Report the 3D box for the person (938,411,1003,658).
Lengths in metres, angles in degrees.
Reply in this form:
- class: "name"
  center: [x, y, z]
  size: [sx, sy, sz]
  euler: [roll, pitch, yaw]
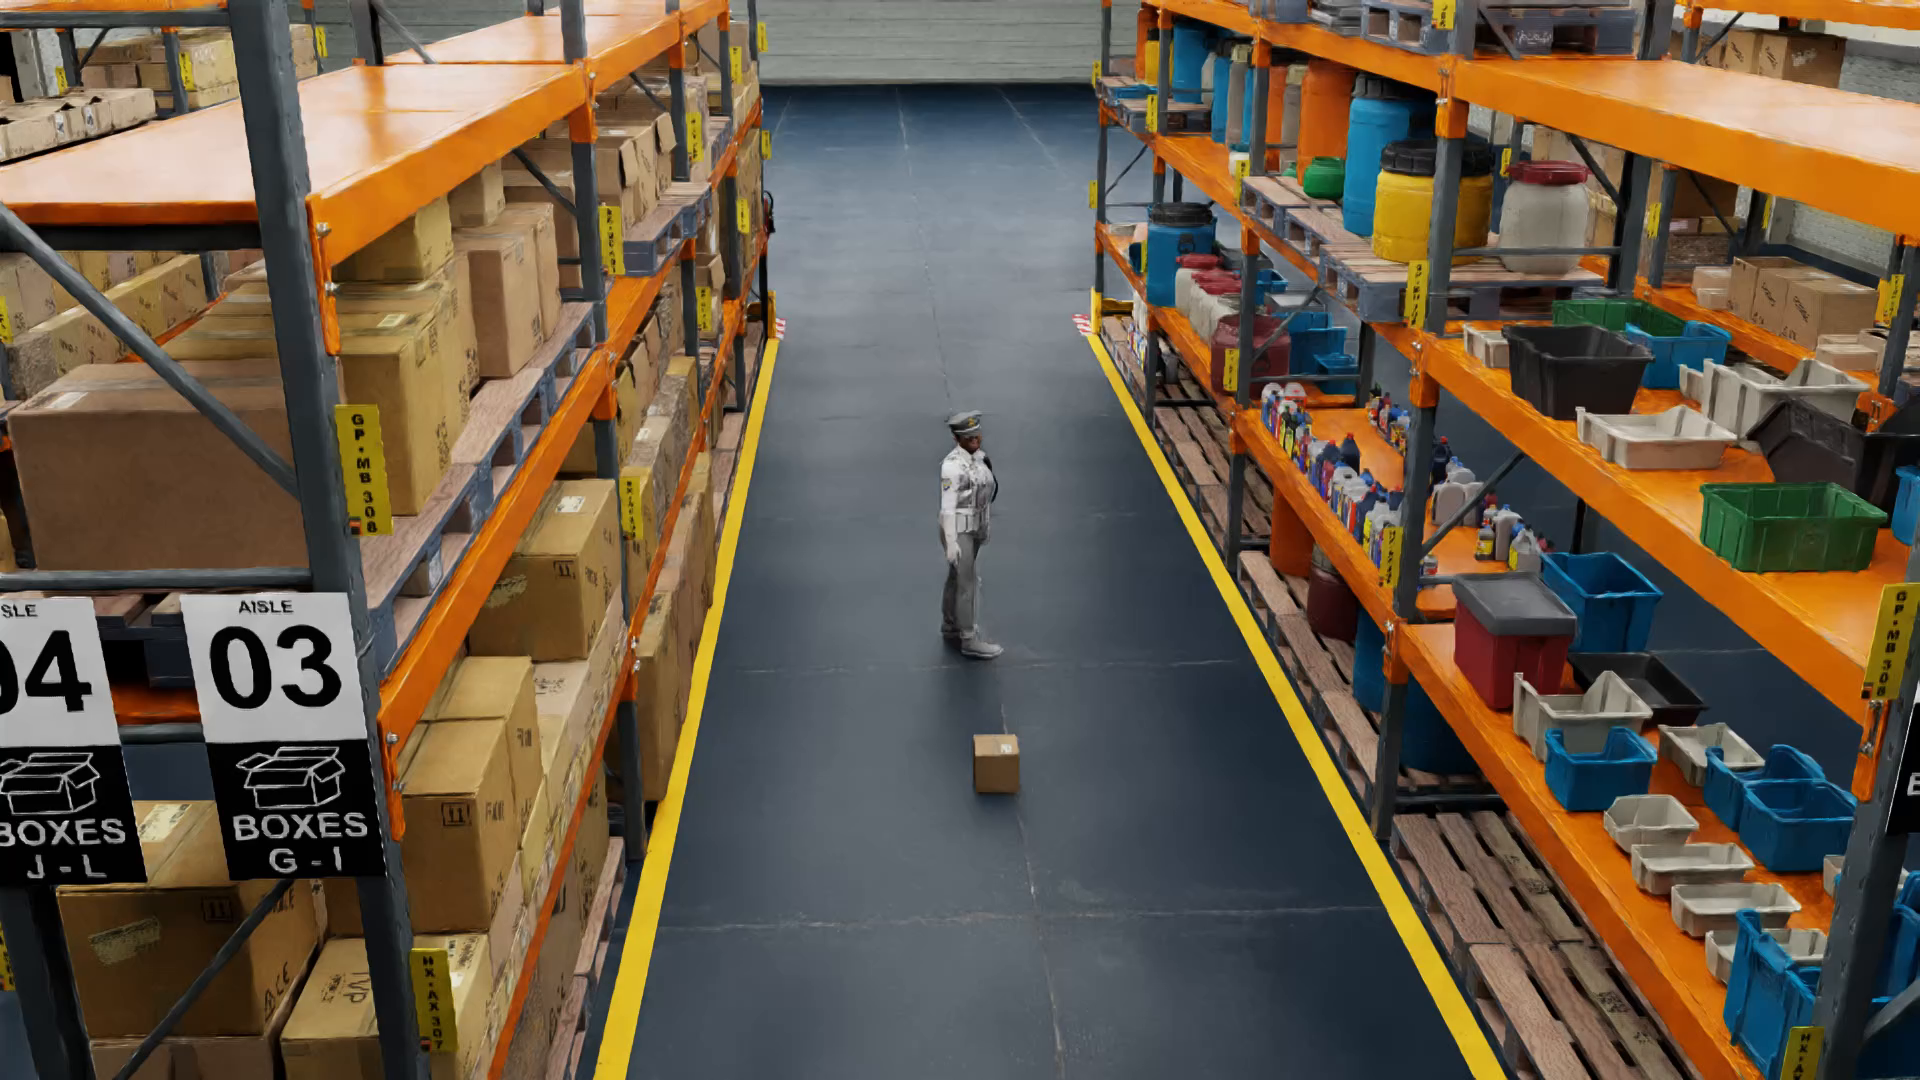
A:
- class: "person"
  center: [0.072, -0.049, 11.123]
  size: [0.533, 1.673, 0.569]
  euler: [8, 22, 22]
